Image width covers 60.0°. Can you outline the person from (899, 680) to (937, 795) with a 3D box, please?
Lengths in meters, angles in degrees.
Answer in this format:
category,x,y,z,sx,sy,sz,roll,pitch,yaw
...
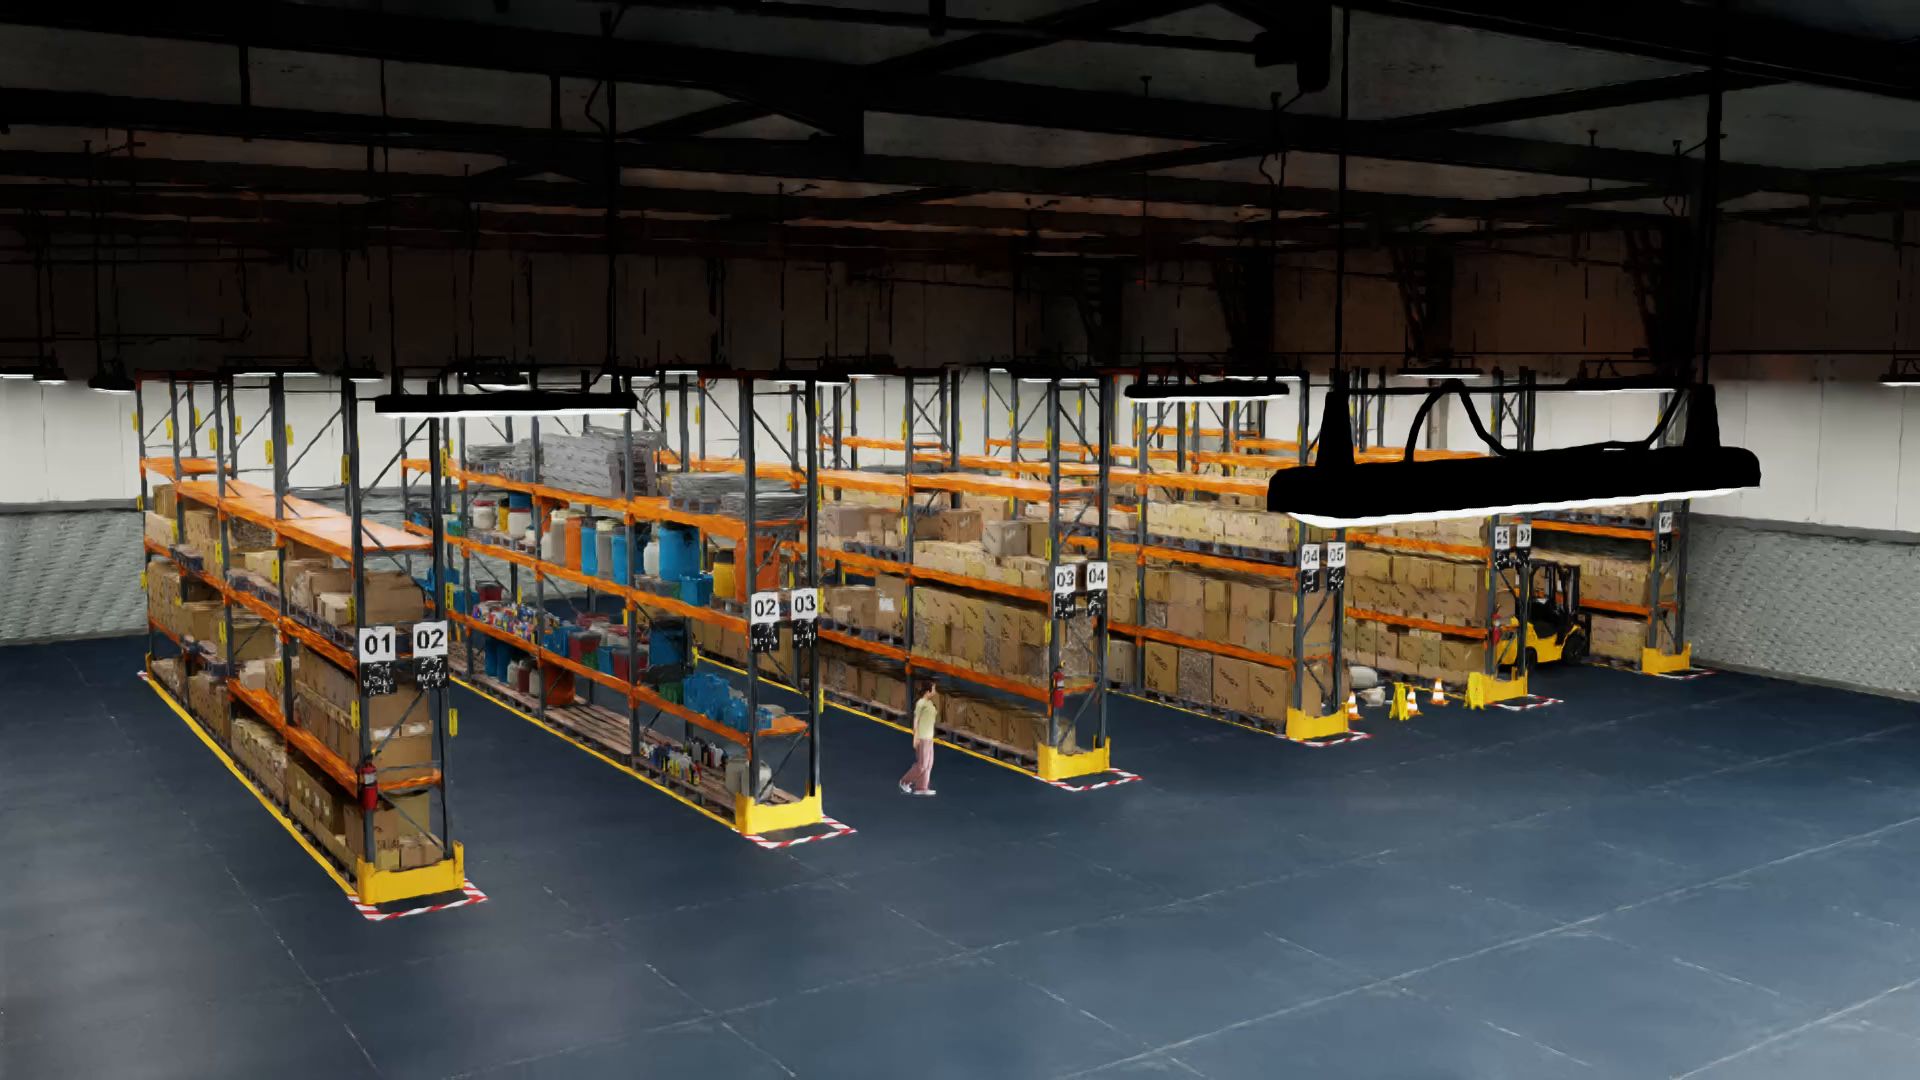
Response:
category,x,y,z,sx,sy,sz,roll,pitch,yaw
person,-0.602,2.829,23.799,0.508,1.661,0.507,2,7,20

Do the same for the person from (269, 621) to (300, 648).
category,x,y,z,sx,sy,sz,roll,pitch,yaw
person,-12.889,1.958,31.729,0.639,1.620,0.512,-5,8,-36
